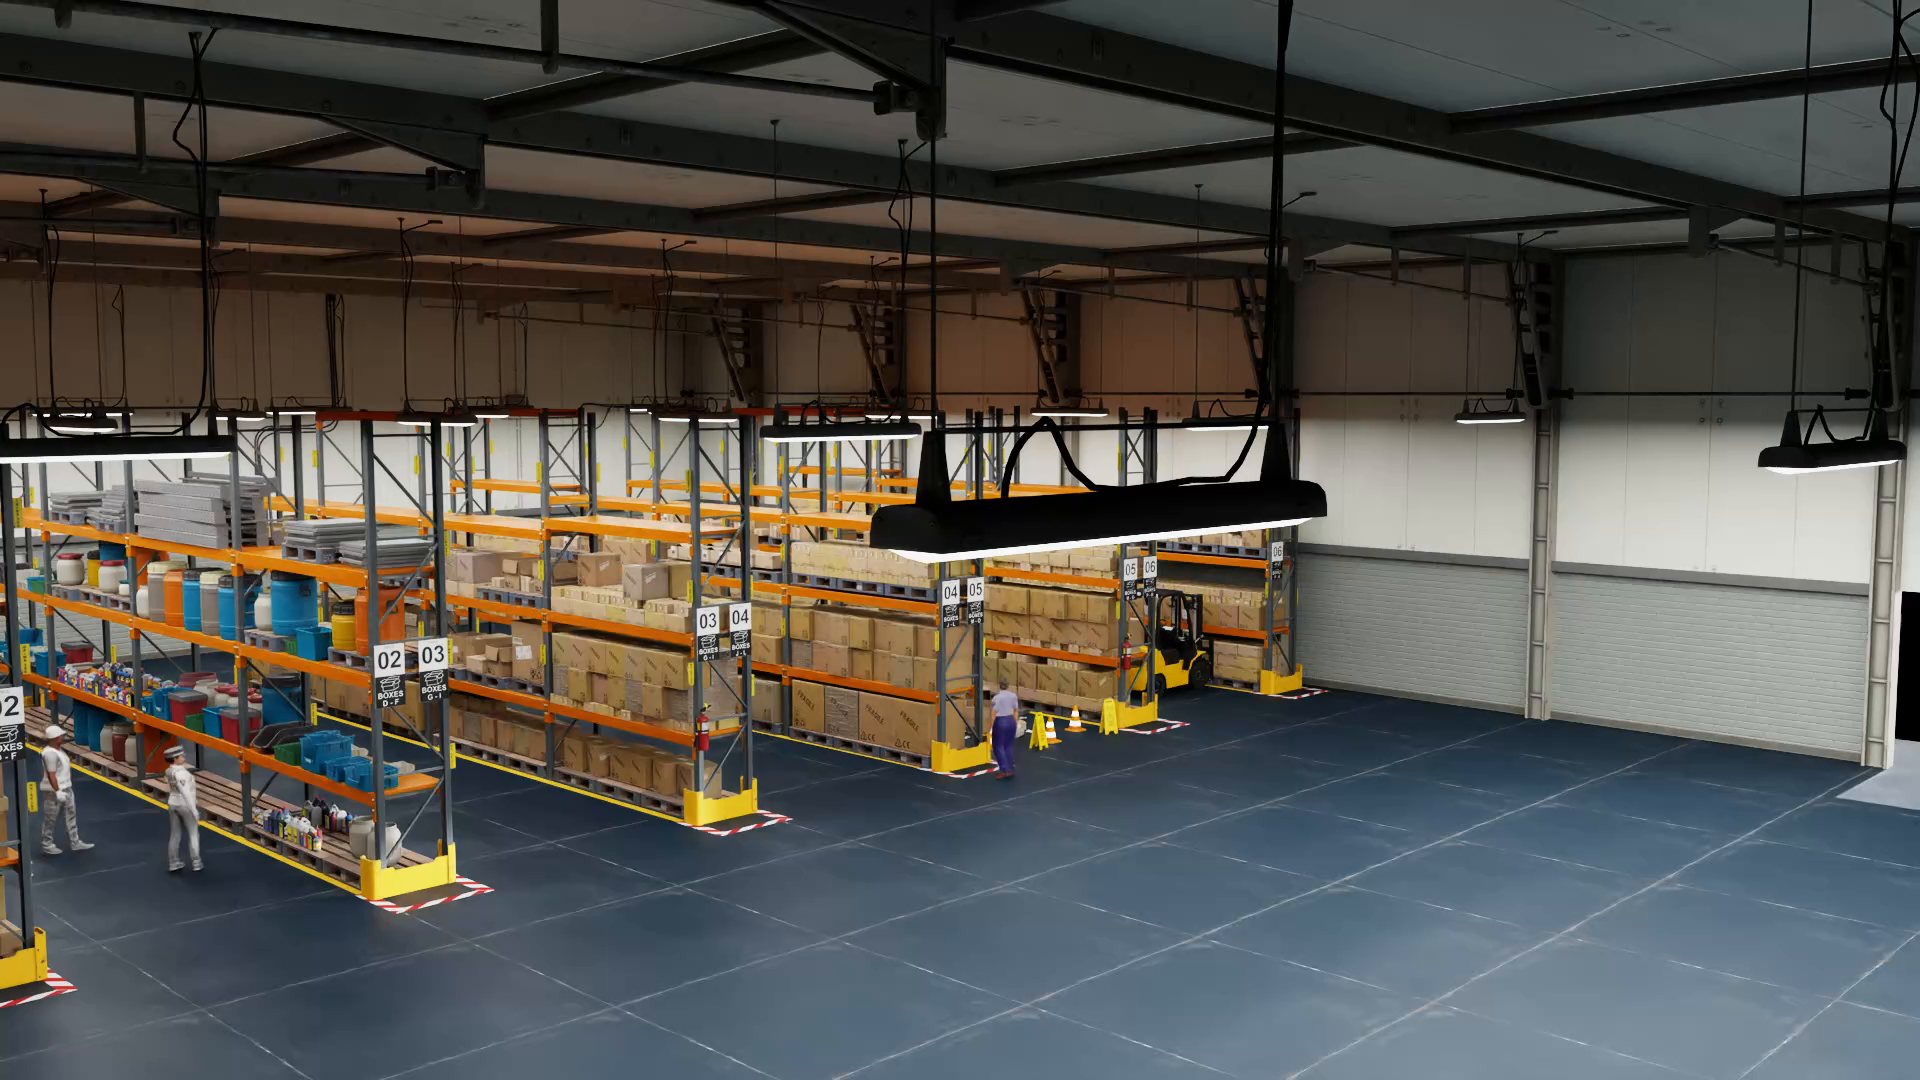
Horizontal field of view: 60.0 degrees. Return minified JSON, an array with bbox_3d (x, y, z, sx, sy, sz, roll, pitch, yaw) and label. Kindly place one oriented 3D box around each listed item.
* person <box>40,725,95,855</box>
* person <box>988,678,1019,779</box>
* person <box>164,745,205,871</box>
[{"bbox_3d":[-12.311,3.428,22.835,0.631,1.785,0.570,0,5,1],"label":"person"},{"bbox_3d":[0.720,3.095,27.397,0.531,1.643,0.378,-4,6,-37],"label":"person"},{"bbox_3d":[-10.251,3.540,21.977,0.533,1.675,0.420,2,6,25],"label":"person"}]
